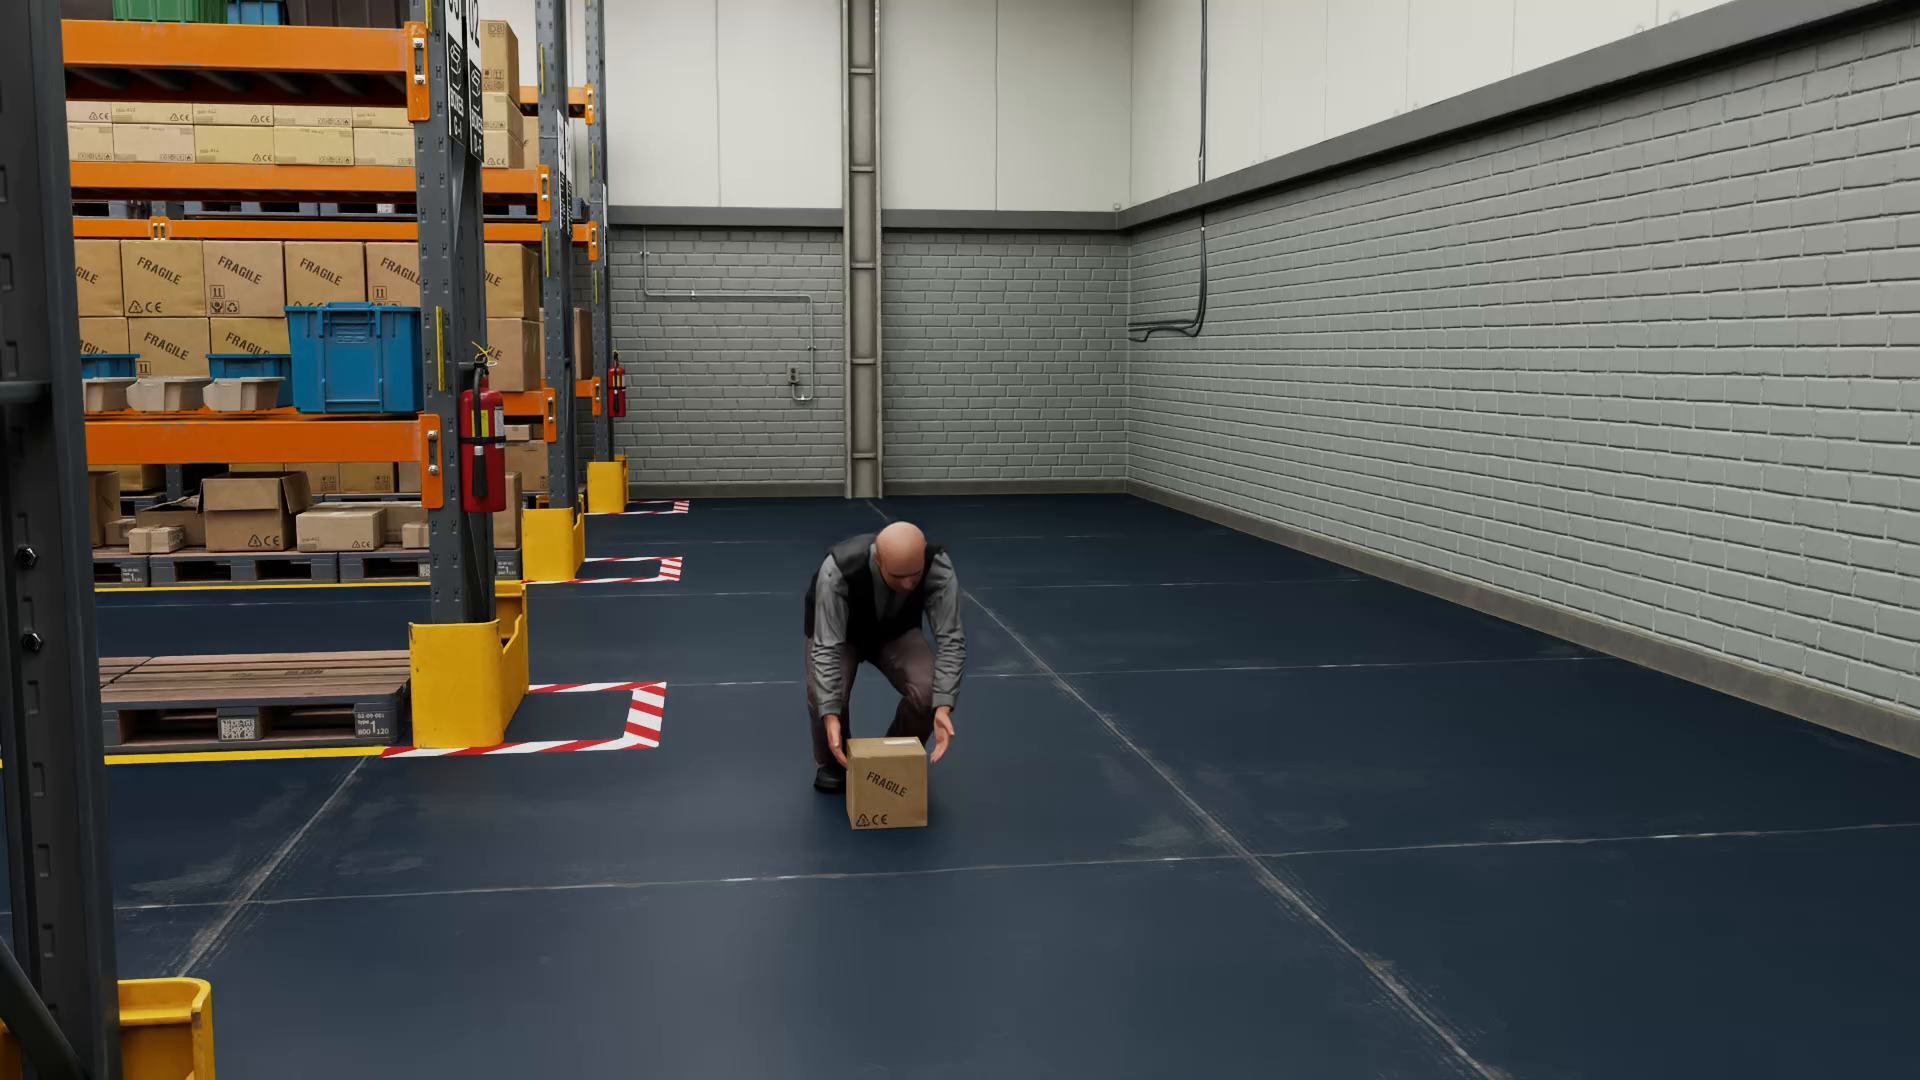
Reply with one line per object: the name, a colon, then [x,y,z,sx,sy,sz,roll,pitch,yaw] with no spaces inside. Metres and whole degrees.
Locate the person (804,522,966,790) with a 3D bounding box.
person: [-0.280,0.403,5.952,0.553,1.008,0.853,-1,7,-9]
